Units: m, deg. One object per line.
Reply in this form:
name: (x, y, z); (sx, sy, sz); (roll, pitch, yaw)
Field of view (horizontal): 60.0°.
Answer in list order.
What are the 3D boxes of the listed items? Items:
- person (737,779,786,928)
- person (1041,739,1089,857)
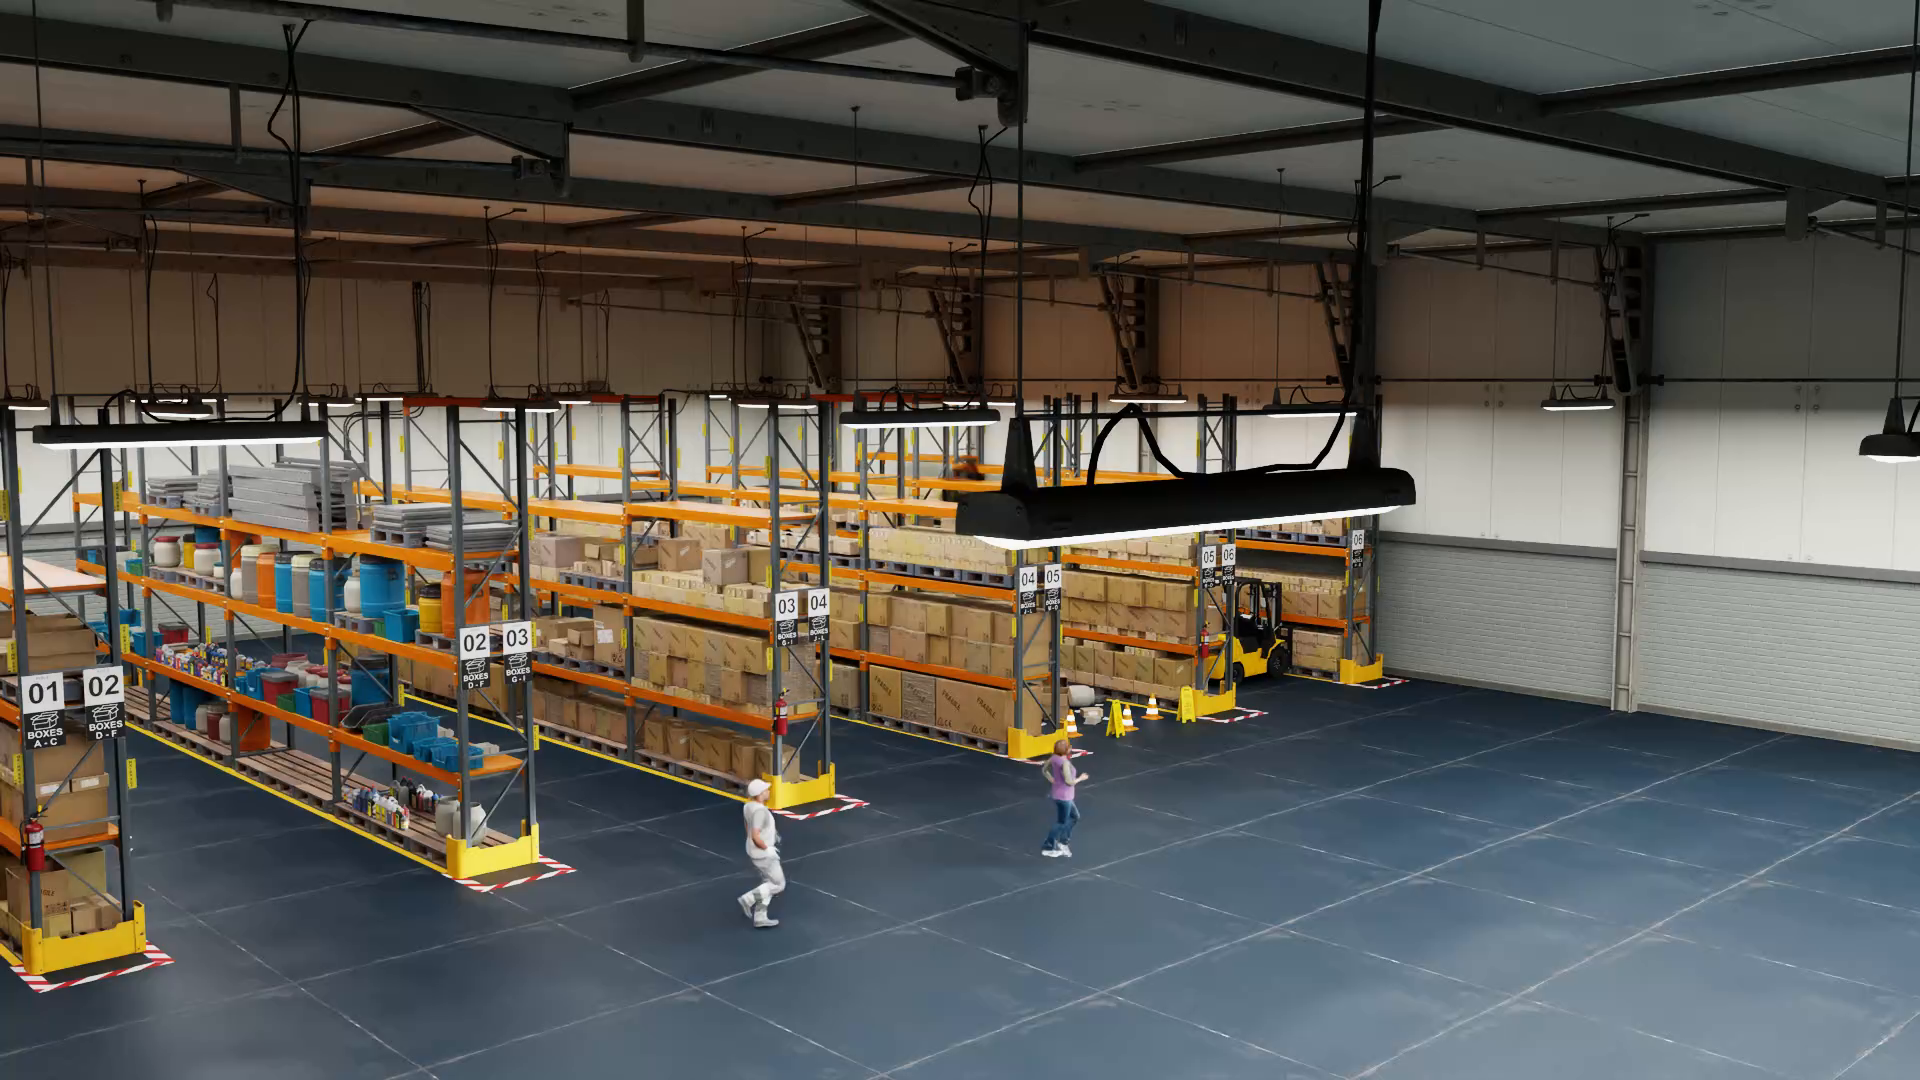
person: (-2.307, 3.615, 19.187); (0.600, 1.737, 0.658); (-2, 6, -22)
person: (1.377, 3.422, 21.944); (0.640, 1.613, 0.514); (-1, 6, -13)
